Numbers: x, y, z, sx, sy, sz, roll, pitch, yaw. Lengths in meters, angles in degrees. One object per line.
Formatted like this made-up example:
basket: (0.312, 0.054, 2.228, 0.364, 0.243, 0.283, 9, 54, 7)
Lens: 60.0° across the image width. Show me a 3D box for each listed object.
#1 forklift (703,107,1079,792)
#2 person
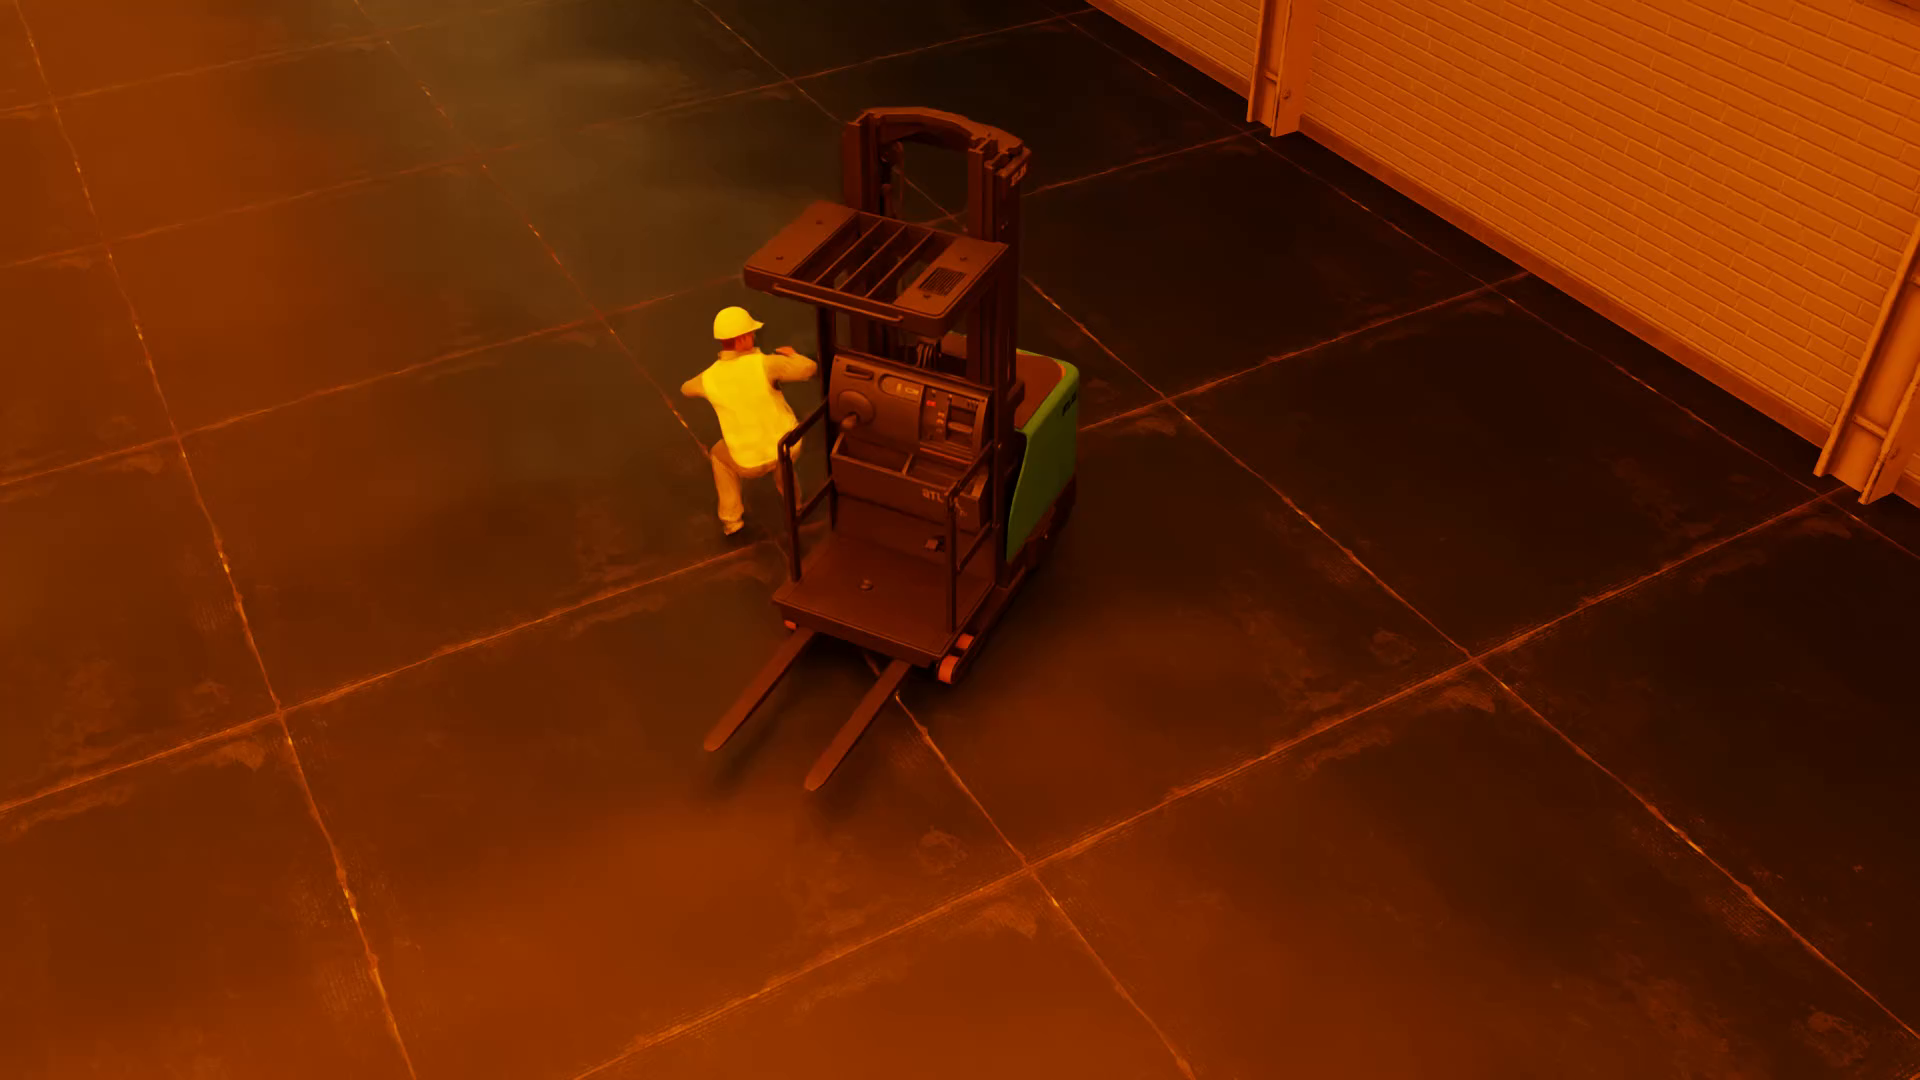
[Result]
forklift: (-0.375, -0.641, 8.809, 1.130, 2.935, 3.031, 17, 43, 20)
person: (-1.259, -0.761, 10.082, 0.782, 1.515, 0.916, -11, 41, -13)
